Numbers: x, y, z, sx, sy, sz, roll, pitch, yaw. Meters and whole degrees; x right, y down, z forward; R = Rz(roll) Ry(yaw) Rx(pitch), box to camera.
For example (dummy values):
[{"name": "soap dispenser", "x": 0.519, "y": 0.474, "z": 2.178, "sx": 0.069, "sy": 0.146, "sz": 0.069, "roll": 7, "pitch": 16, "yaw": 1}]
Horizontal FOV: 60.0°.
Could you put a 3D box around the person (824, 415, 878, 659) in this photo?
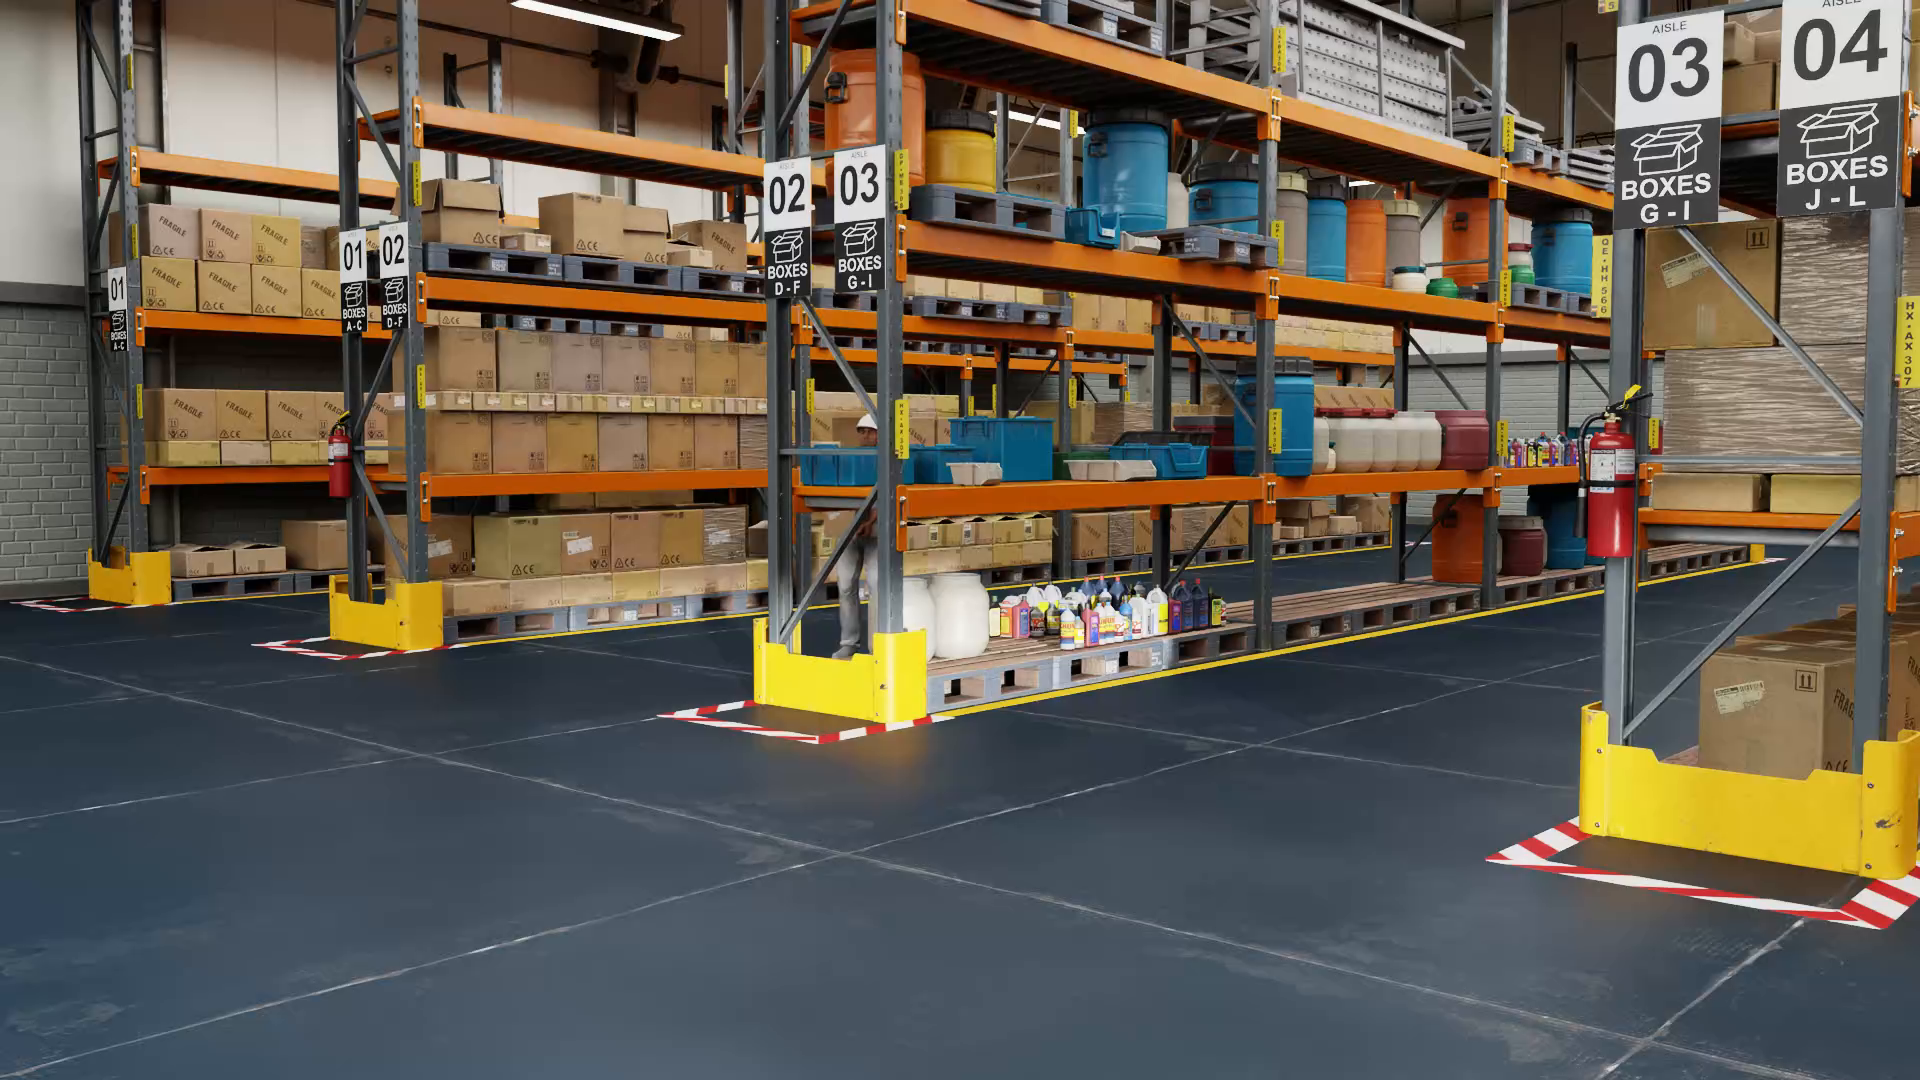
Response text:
[{"name": "person", "x": -0.704, "y": -0.015, "z": 11.833, "sx": 0.502, "sy": 1.761, "sz": 0.577, "roll": 1, "pitch": 4, "yaw": 22}]
